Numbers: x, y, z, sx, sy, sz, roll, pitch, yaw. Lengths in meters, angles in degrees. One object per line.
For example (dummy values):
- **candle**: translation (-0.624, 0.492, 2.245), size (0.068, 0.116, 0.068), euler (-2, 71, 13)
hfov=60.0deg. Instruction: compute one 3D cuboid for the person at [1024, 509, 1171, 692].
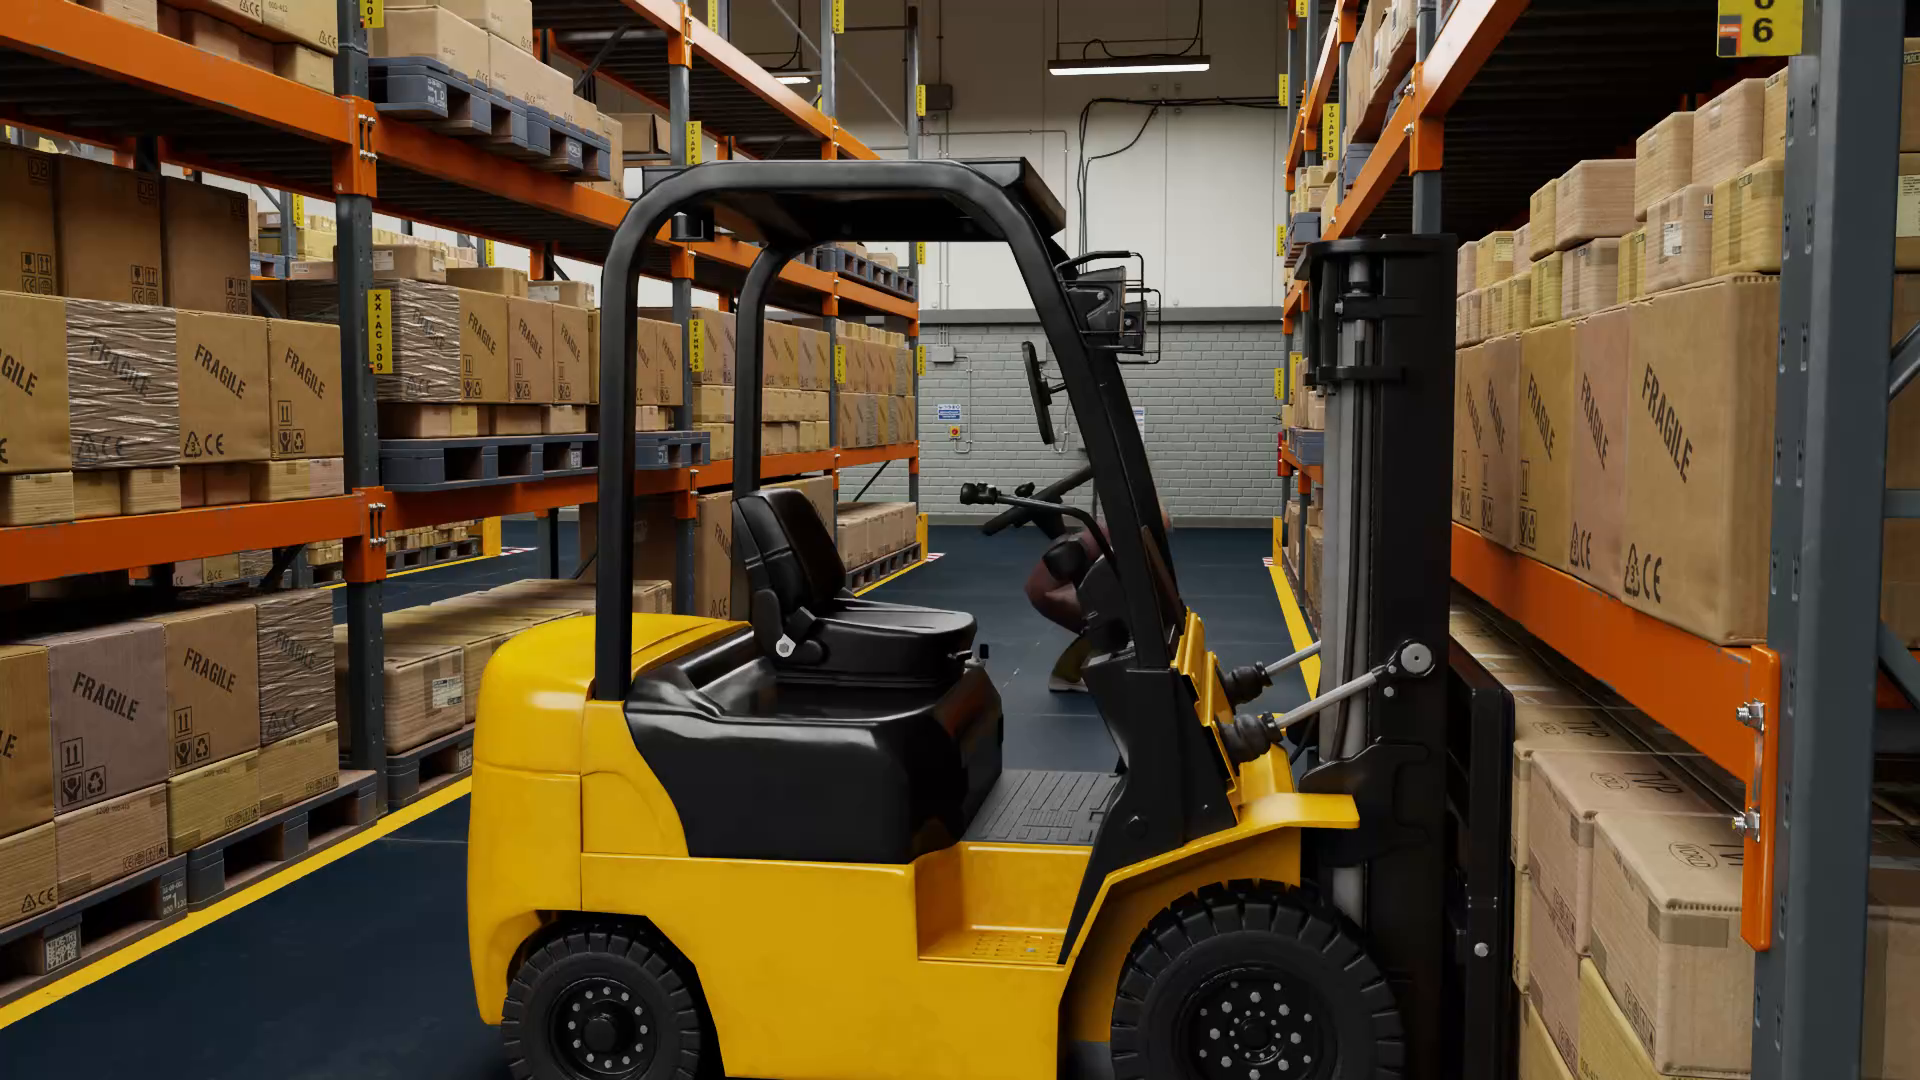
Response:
- **person**: translation (0.820, 0.342, 9.785), size (0.875, 1.065, 0.615), euler (1, 4, 9)
